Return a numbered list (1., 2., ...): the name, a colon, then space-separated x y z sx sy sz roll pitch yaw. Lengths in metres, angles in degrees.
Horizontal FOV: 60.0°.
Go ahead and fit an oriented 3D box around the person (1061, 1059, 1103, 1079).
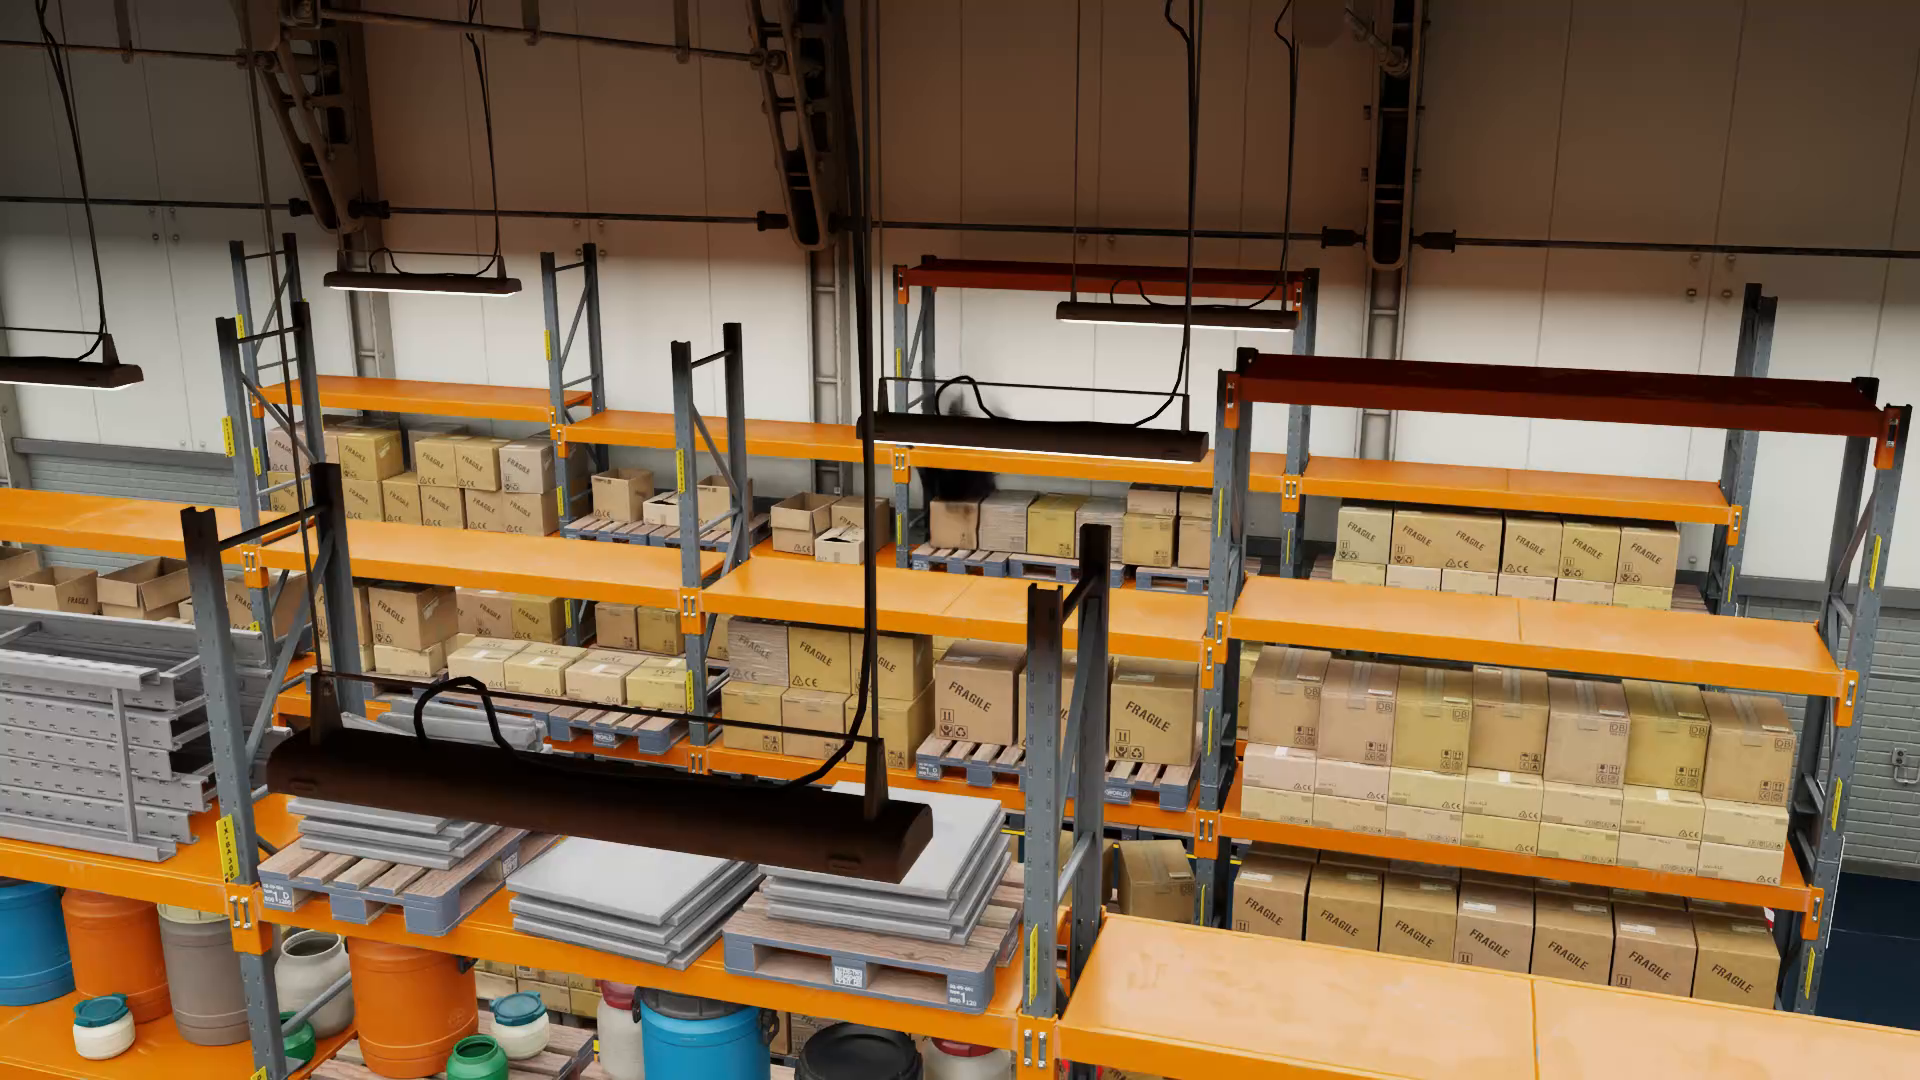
1. person: 0.837 4.196 11.065 0.823 1.761 0.655 2 16 7
